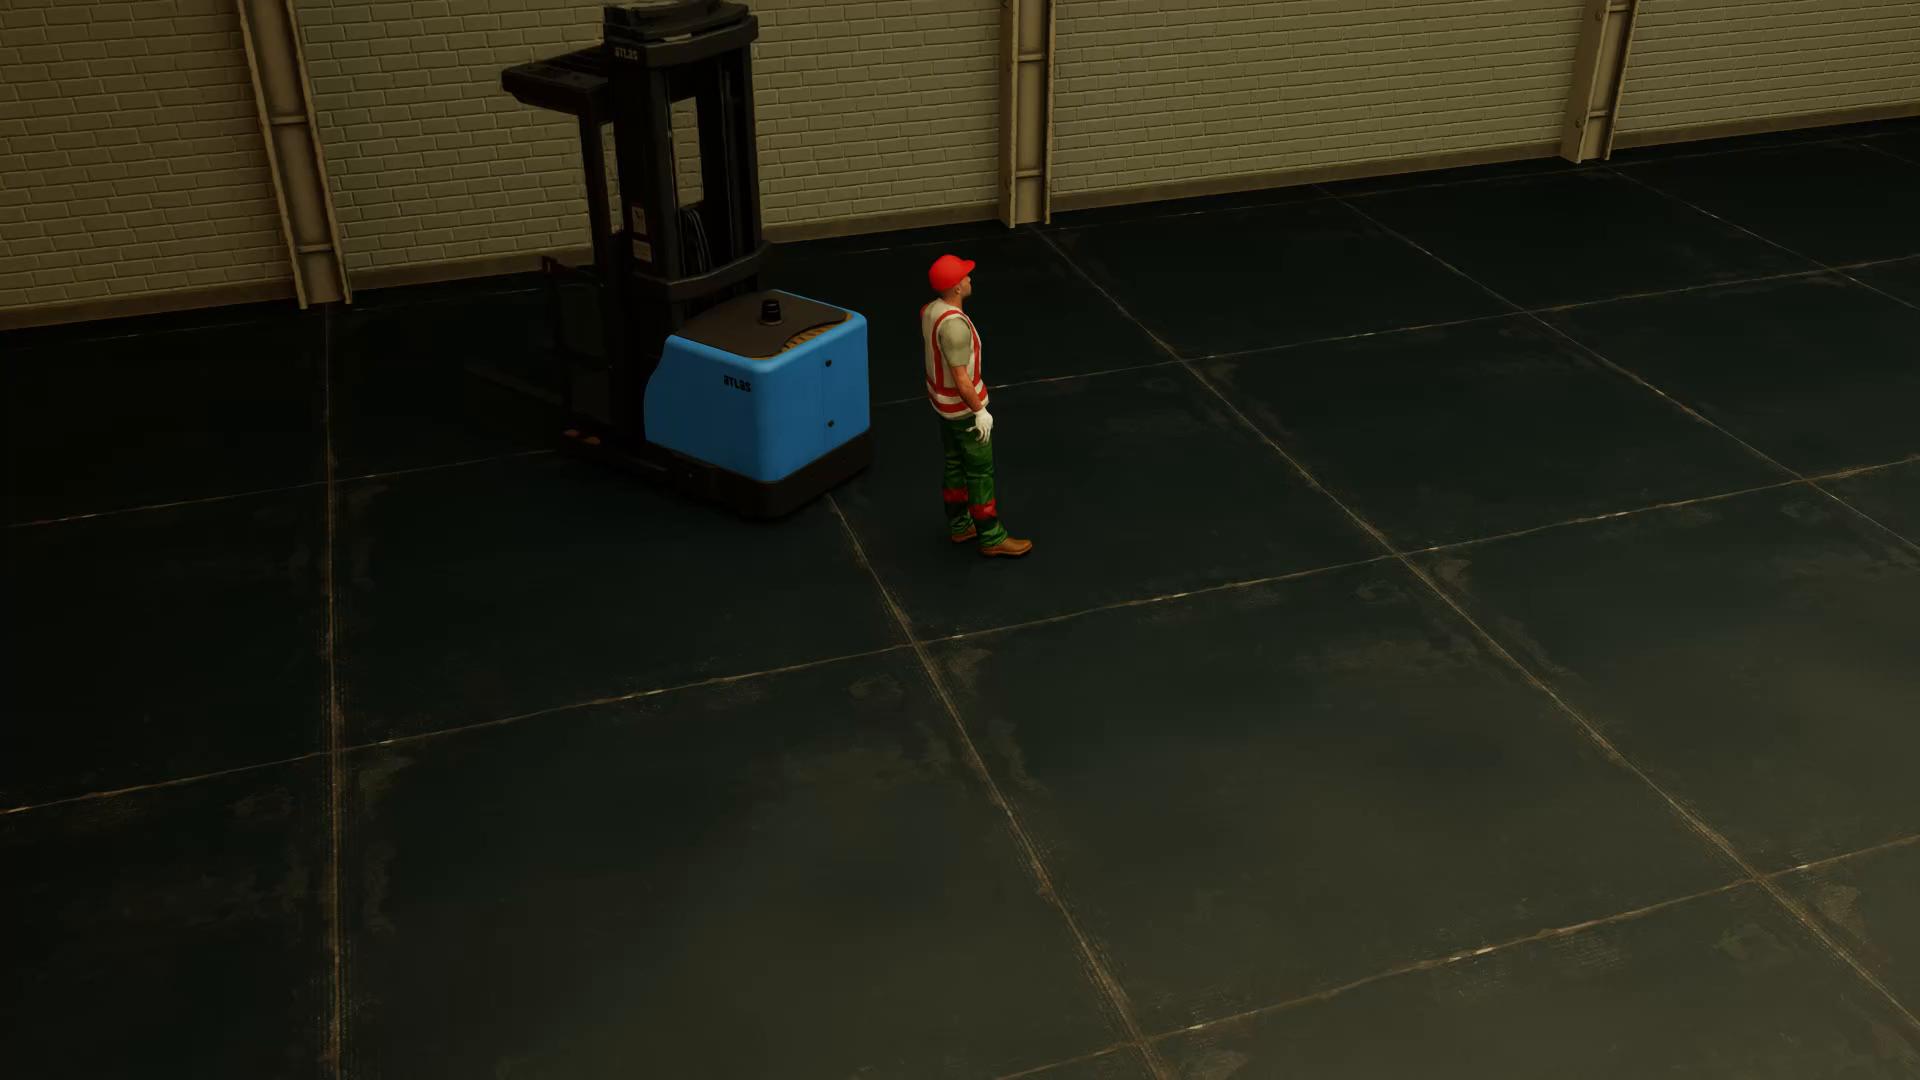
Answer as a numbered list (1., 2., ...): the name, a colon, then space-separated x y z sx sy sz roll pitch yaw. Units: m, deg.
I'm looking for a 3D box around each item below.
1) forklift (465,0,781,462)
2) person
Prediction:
1. forklift: -2.053 -1.975 10.520 3.031 2.935 1.121 20 35 30
2. person: 0.014 -0.780 9.570 0.420 1.691 0.638 -10 31 -16
